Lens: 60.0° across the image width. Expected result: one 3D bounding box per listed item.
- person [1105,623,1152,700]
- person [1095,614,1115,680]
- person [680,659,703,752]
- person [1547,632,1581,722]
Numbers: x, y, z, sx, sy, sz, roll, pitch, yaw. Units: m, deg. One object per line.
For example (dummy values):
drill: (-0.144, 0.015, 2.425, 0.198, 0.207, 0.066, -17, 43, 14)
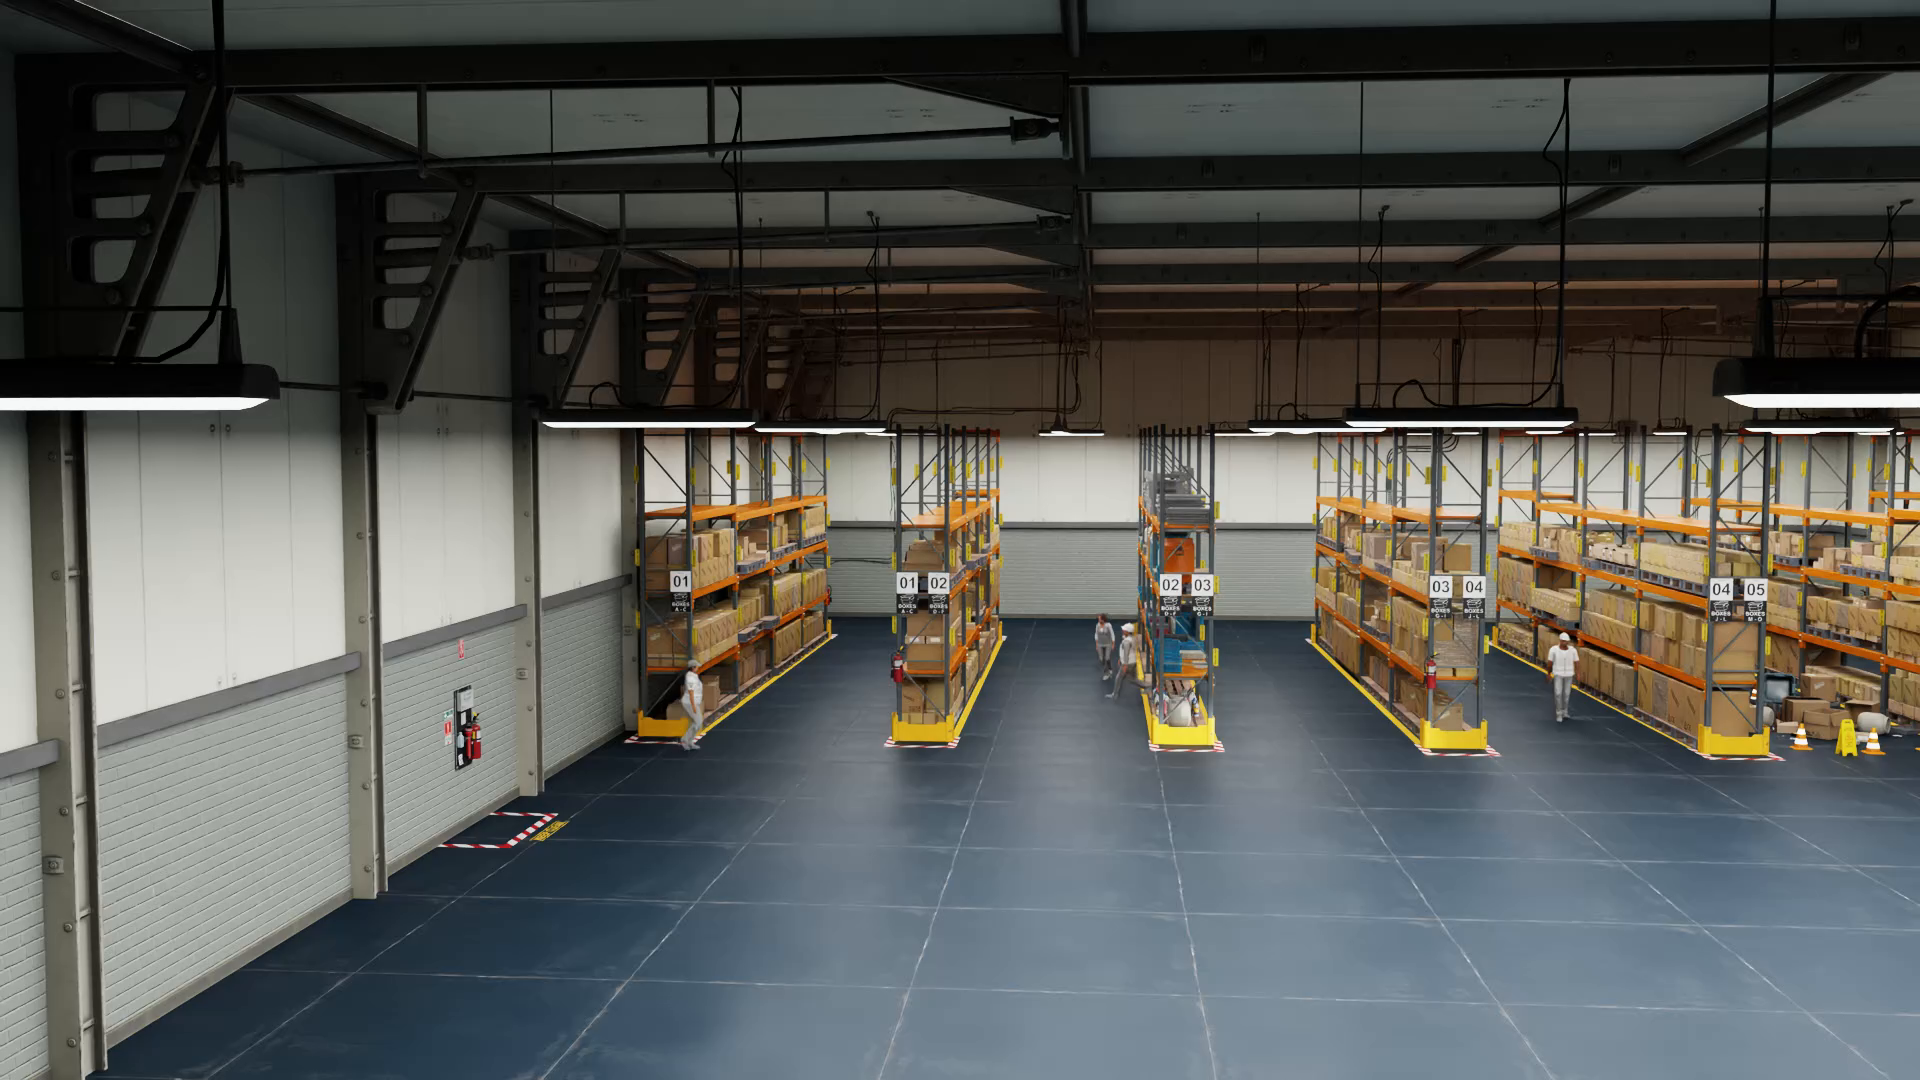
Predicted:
person: (3.671, 2.660, 36.184, 1.057, 1.715, 0.543, 1, 4, 15)
person: (3.459, 2.532, 39.607, 0.497, 1.579, 0.455, 2, 4, 26)
person: (-4.912, 3.023, 30.519, 0.430, 1.668, 0.493, 0, 3, -1)
person: (12.312, 2.792, 33.898, 0.626, 1.819, 0.558, 0, 4, 8)
